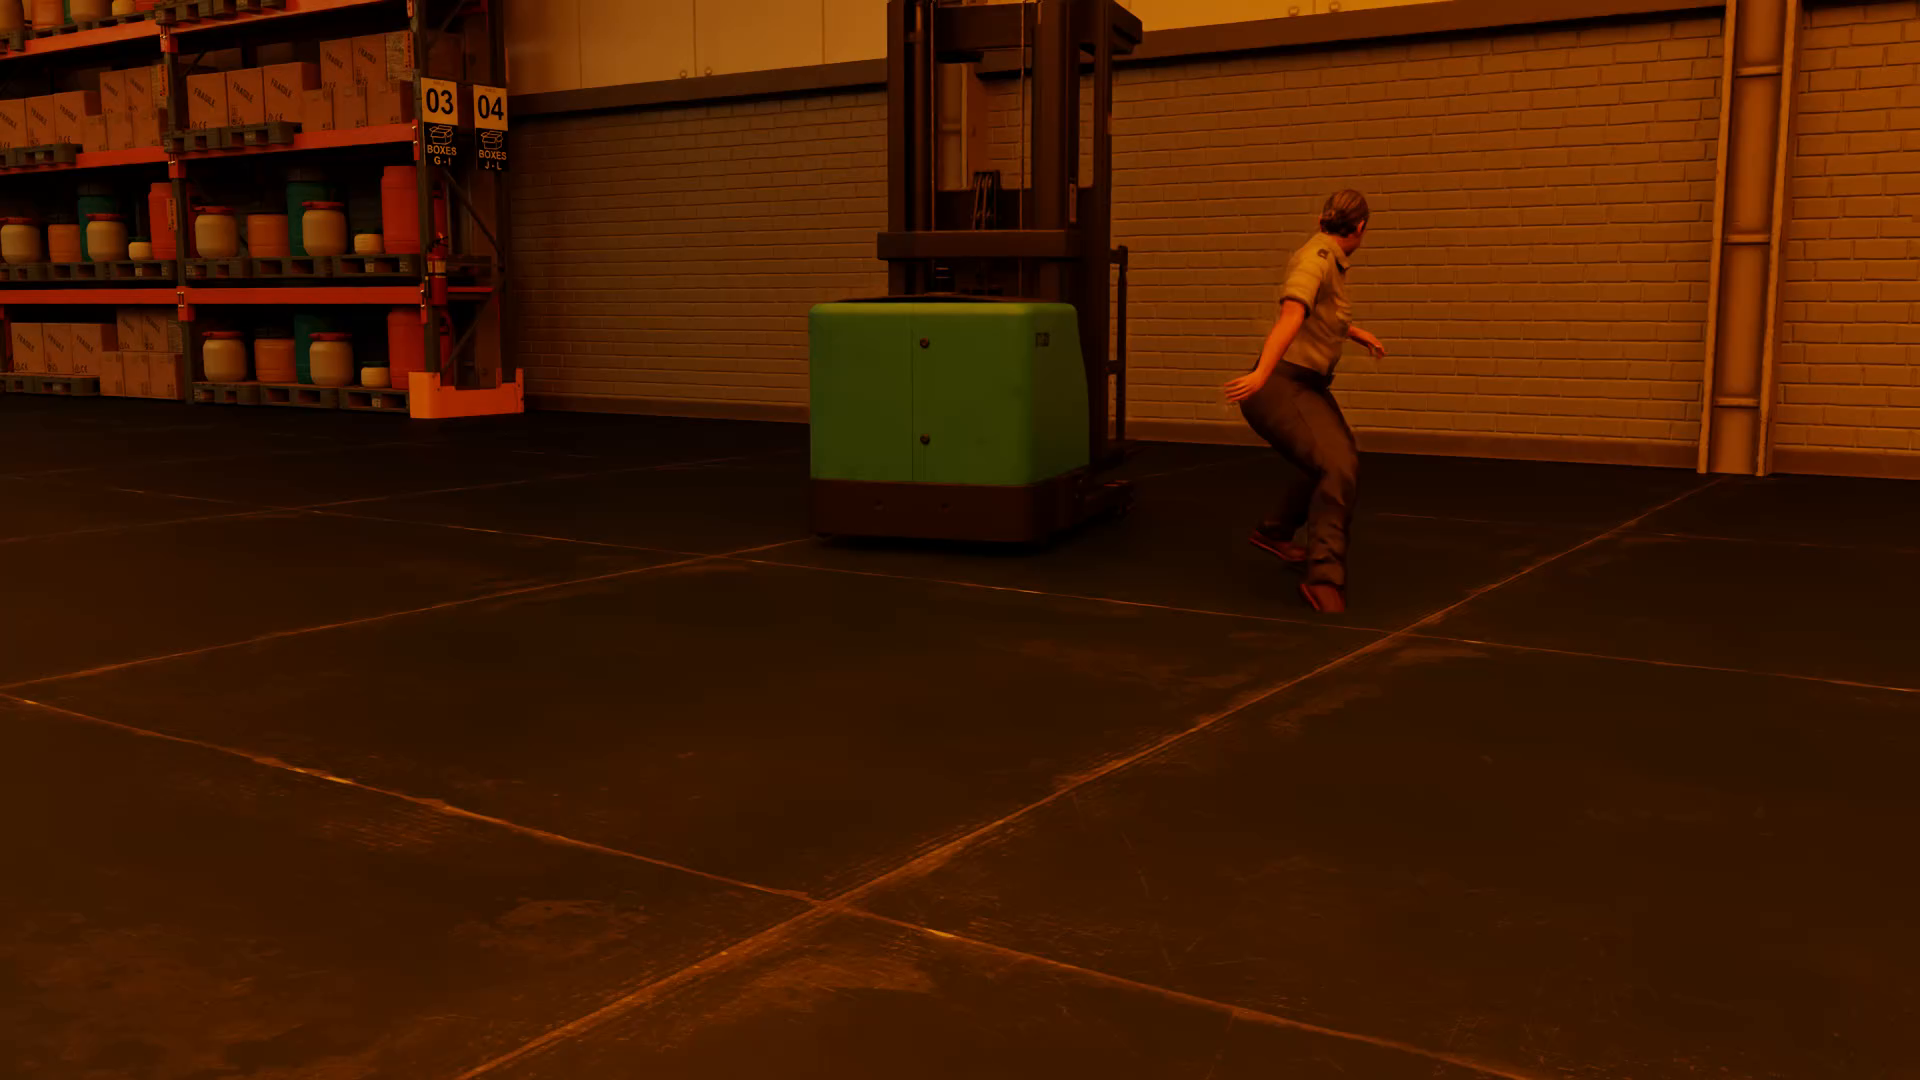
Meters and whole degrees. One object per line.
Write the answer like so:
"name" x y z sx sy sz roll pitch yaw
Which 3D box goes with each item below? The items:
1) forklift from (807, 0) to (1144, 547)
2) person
"forklift" 0.279 -1.590 8.375 1.130 2.935 3.031 3 9 18
"person" 1.301 -0.490 6.213 0.528 1.610 1.028 2 8 15
